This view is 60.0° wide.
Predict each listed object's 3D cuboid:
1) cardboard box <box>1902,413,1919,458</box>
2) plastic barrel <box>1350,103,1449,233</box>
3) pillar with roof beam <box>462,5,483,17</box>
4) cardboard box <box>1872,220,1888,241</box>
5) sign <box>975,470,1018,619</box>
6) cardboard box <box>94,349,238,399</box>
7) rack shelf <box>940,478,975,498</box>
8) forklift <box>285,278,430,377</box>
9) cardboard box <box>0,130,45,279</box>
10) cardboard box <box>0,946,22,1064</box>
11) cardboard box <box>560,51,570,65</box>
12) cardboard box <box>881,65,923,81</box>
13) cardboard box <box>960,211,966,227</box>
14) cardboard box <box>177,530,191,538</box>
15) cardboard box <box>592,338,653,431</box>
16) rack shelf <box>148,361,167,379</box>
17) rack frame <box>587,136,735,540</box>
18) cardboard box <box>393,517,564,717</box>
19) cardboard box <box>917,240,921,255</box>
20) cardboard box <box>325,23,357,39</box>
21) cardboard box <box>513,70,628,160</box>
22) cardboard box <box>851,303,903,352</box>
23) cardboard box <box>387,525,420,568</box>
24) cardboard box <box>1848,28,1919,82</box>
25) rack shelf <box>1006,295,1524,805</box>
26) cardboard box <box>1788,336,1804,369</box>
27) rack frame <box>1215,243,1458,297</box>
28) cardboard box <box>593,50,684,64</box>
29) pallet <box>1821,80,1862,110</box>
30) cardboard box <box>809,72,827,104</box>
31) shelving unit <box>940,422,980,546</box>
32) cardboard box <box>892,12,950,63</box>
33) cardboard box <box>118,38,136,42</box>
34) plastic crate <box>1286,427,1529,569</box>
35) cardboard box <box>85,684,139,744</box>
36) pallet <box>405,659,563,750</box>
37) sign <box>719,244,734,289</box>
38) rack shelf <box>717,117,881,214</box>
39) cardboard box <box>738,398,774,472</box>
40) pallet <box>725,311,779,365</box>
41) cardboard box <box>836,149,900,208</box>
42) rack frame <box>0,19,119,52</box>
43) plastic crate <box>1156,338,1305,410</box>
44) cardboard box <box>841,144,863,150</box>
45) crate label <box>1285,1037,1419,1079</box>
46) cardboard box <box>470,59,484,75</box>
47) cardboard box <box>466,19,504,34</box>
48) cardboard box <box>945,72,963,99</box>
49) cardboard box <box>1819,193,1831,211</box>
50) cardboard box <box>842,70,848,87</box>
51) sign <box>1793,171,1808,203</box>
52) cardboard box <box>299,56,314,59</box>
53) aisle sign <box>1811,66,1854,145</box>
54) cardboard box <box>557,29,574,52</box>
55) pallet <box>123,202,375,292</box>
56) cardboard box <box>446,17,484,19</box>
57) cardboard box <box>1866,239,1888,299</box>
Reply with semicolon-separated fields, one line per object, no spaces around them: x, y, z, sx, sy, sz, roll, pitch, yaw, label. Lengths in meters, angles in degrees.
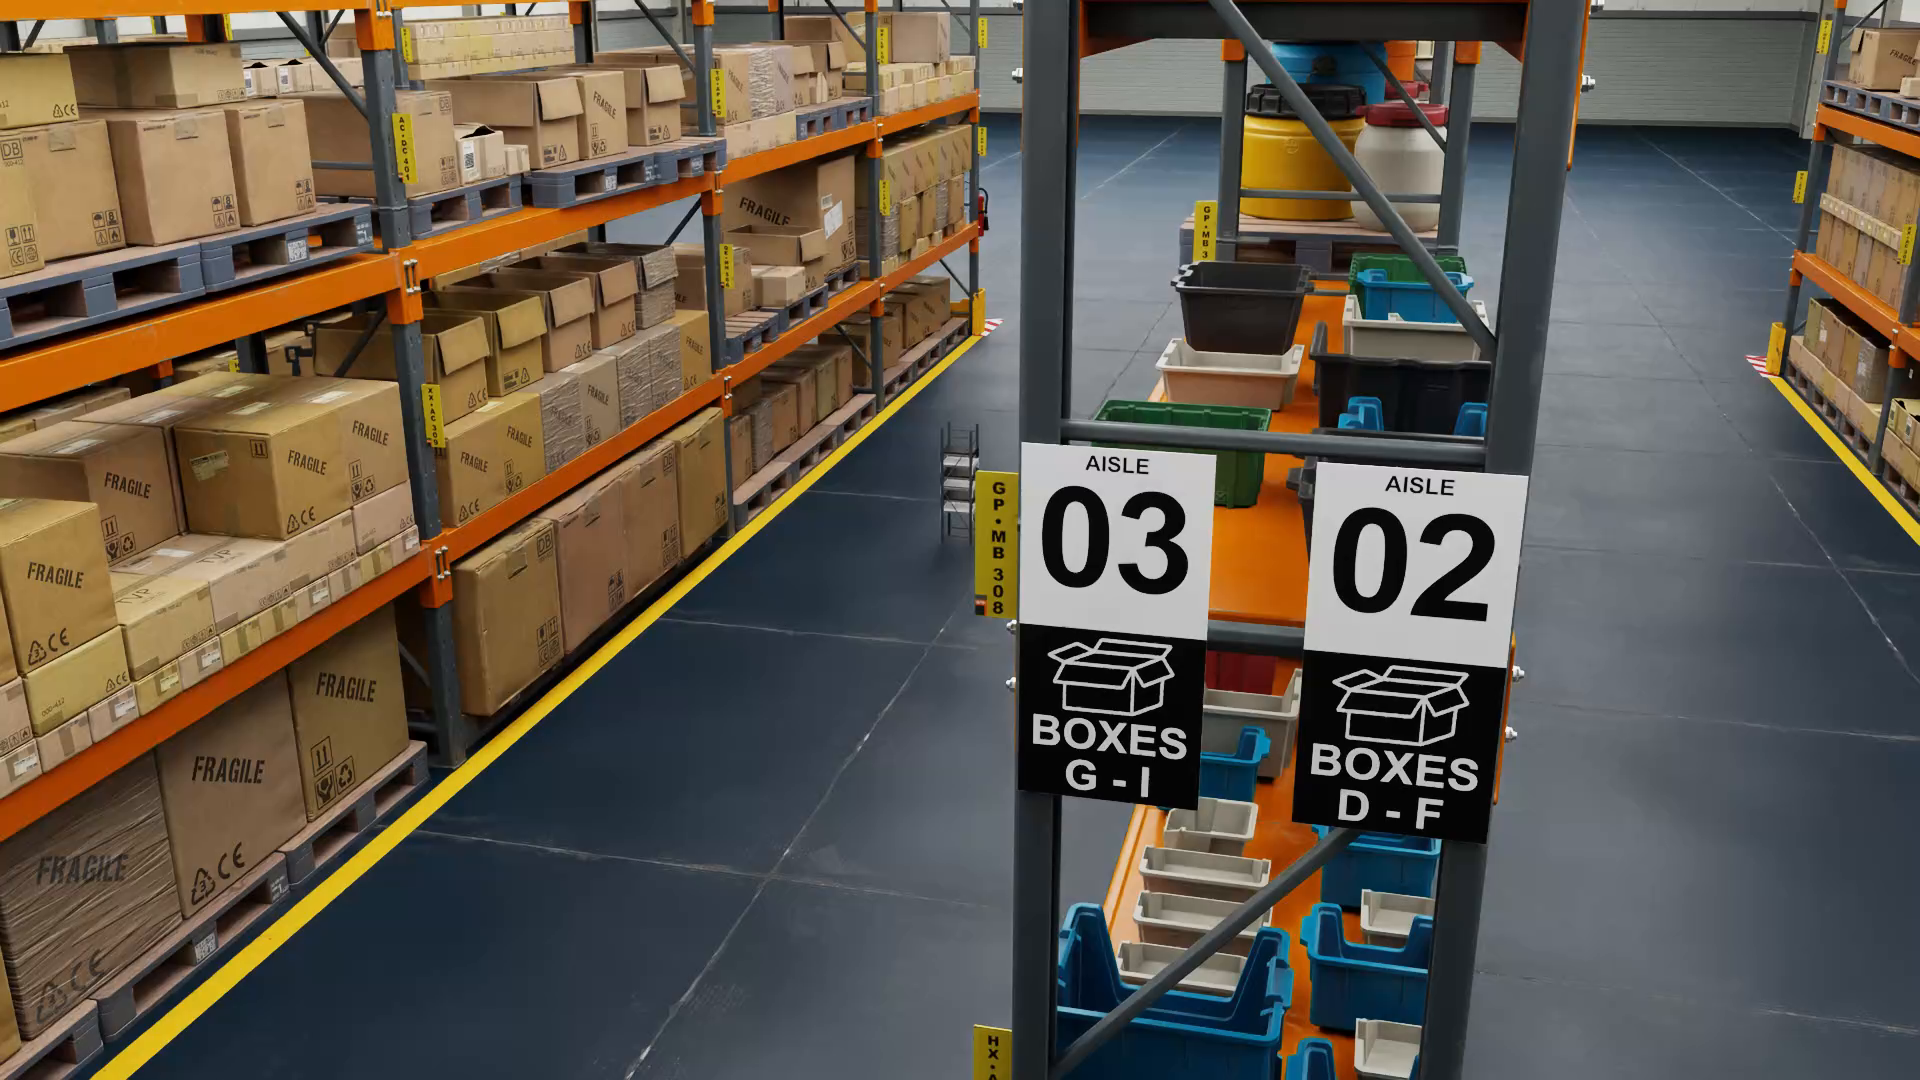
7.883;-0.845;13.257;0.500;0.311;0.500;4;19;13;cardboard box
1.968;-1.661;7.408;0.433;0.535;0.433;0;19;0;plastic barrel
-7.170;-13.153;37.272;9.100;9.000;0.400;5;19;13;pillar with roof beam
8.523;-2.802;15.093;0.380;0.149;0.250;5;20;15;cardboard box
0.081;0.012;3.532;0.100;0.325;0.005;5;19;13;sign
-6.778;-1.219;14.447;1.050;0.750;0.750;4;19;13;cardboard box
-0.002;-0.392;12.545;0.258;0.077;0.200;5;19;13;rack shelf
-5.014;-1.778;13.359;3.031;2.935;1.130;-4;19;-12;forklift
-3.775;-1.183;5.911;0.700;0.500;0.500;3;19;10;cardboard box
-4.105;1.629;5.914;0.875;0.875;0.875;5;19;13;cardboard box
-4.875;-5.745;19.812;0.380;0.149;0.250;5;19;14;cardboard box
-0.592;-4.758;16.952;0.380;0.149;0.250;4;19;12;cardboard box
-0.144;-3.761;19.446;0.380;0.149;0.250;5;19;13;cardboard box
-3.702;-0.012;7.854;0.500;0.250;0.500;5;19;13;cardboard box
-2.361;-1.032;10.914;0.500;0.500;0.500;4;19;12;cardboard box
-7.503;-0.934;11.894;1.077;0.370;4.000;5;19;13;rack shelf
-2.229;-1.478;12.374;1.000;3.000;0.127;5;19;13;rack frame
-3.070;0.380;9.571;1.225;0.875;0.875;5;19;14;cardboard box
-0.626;-3.050;17.365;0.380;0.149;0.250;5;19;13;cardboard box
-6.257;-5.219;17.036;0.380;0.149;0.250;4;19;13;cardboard box
-2.434;-2.669;10.416;0.500;0.500;0.500;6;20;16;cardboard box
-0.908;-2.251;17.853;0.500;0.500;0.500;3;19;9;cardboard box
-2.964;0.016;8.388;0.380;0.149;0.250;5;19;14;cardboard box
9.186;-4.755;16.303;0.797;0.503;0.637;6;20;17;cardboard box
1.107;-0.285;5.354;1.077;0.370;4.000;5;19;13;rack shelf
8.984;-1.949;17.357;0.500;0.250;0.500;5;19;13;cardboard box
1.596;0.167;7.558;1.000;3.000;0.127;5;19;13;rack frame
-2.355;-3.351;12.288;0.500;0.500;0.500;5;20;15;cardboard box
9.132;-4.360;16.308;1.003;0.211;1.213;5;19;13;pallet
-1.385;-3.984;14.628;0.396;0.266;0.258;5;20;15;cardboard box
-0.002;-0.423;12.535;0.258;0.900;0.210;5;19;13;shelving unit
-0.408;-5.324;17.604;0.500;0.500;0.500;5;19;13;cardboard box
-10.094;-5.926;19.911;0.380;0.149;0.250;4;19;12;cardboard box
0.983;-0.036;3.713;0.497;0.269;0.590;5;19;13;plastic crate
-3.466;0.660;6.503;0.380;0.149;0.250;4;19;13;cardboard box
-3.091;0.848;9.879;1.003;0.211;1.213;5;19;13;pallet
-1.690;-1.983;12.061;0.100;0.325;0.005;5;19;13;sign
-1.741;-3.184;13.840;1.077;0.370;4.000;5;19;13;rack shelf
-1.962;-0.890;13.838;0.700;0.500;0.500;3;19;9;cardboard box
-2.159;-1.619;13.083;1.213;0.211;1.003;5;19;13;pallet
-0.896;-3.514;16.173;0.500;0.500;0.500;5;19;13;cardboard box
-7.014;-4.740;12.644;1.000;3.000;0.127;5;19;13;rack frame
0.883;-0.541;5.399;0.437;0.136;0.530;5;19;13;plastic crate
-1.288;-3.712;16.754;0.500;0.500;0.500;5;19;13;cardboard box
0.998;1.420;4.055;0.416;0.233;0.303;5;19;13;crate label
-5.372;-5.108;17.945;0.380;0.149;0.250;4;19;13;cardboard box
-5.247;-5.643;18.278;0.380;0.149;0.250;5;19;13;cardboard box
-0.265;-5.006;18.294;0.500;0.250;0.500;5;19;14;cardboard box
9.026;-3.450;16.990;0.380;0.149;0.250;5;19;13;cardboard box
-1.299;-4.470;16.108;0.380;0.149;0.250;5;19;14;cardboard box
8.794;-3.695;17.402;0.100;0.325;0.005;5;19;13;sign
-6.427;-4.587;16.240;0.258;0.266;0.396;4;19;12;cardboard box
9.049;-4.477;17.132;0.394;0.787;0.004;5;19;13;aisle sign
-4.908;-5.969;19.848;0.500;0.250;0.500;5;19;14;cardboard box
-3.417;-1.346;7.484;1.003;0.211;1.213;5;19;13;pallet
-5.699;-5.935;19.132;0.380;0.149;0.250;4;19;12;cardboard box
8.704;-2.458;15.088;0.700;0.500;0.500;5;19;14;cardboard box
